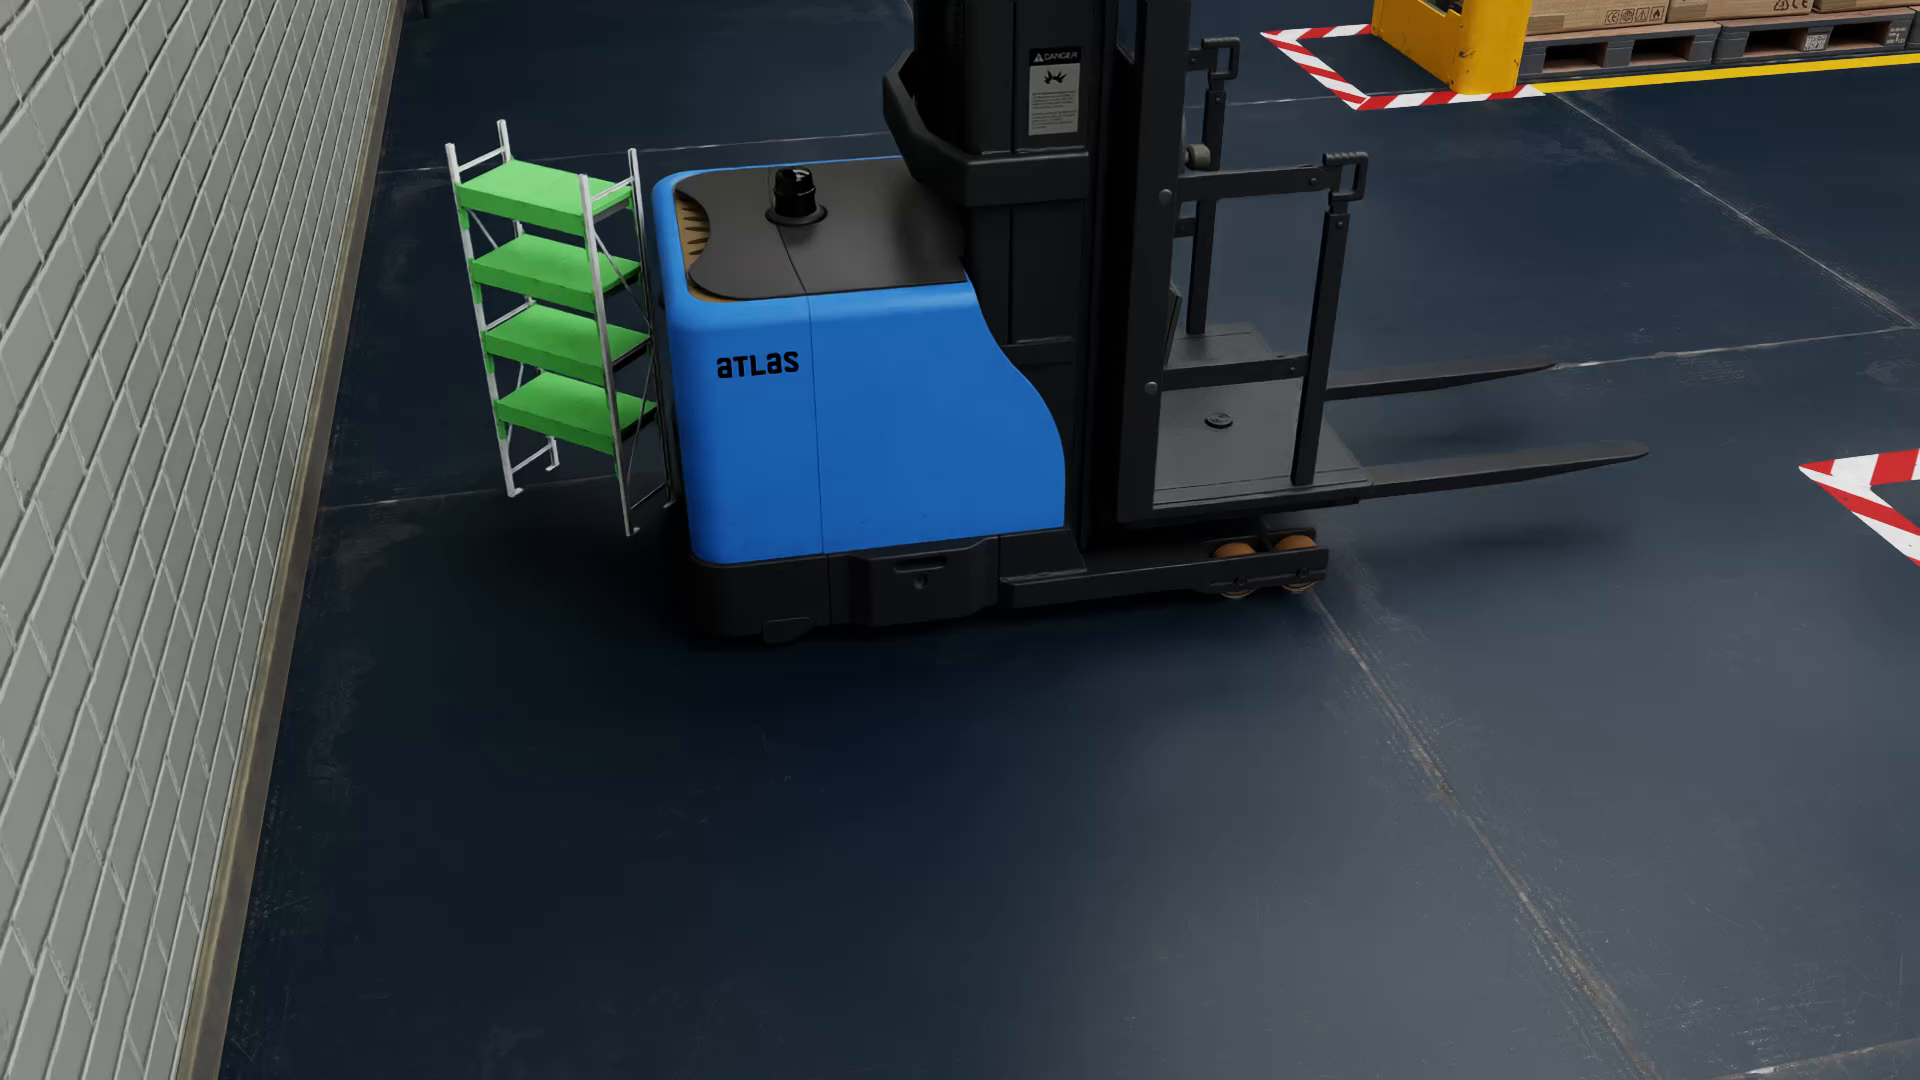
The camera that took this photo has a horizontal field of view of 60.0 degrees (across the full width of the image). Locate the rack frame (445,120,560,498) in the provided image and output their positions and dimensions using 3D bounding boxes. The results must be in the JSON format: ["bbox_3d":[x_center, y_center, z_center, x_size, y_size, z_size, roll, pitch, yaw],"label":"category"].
[{"bbox_3d":[-1.420,-0.697,5.212,0.015,1.200,0.240,17,37,24],"label":"rack frame"}]

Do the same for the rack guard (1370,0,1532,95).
[{"bbox_3d":[2.661,-2.875,9.086,0.348,0.500,1.175,-7,35,-11],"label":"rack guard"}]

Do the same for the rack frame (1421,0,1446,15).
[{"bbox_3d":[2.684,-3.916,8.394,0.127,3.000,1.000,-7,35,-11],"label":"rack frame"}]

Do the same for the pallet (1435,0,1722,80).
[{"bbox_3d":[3.447,-2.899,9.381,1.213,0.211,1.003,-7,35,-11],"label":"pallet"}]

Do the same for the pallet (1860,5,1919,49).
[{"bbox_3d":[5.827,-3.199,9.828,1.213,0.211,1.003,-7,35,-11],"label":"pallet"}]

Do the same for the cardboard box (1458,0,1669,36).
[{"bbox_3d":[3.306,-3.162,9.193,0.875,0.438,0.875,-8,35,-12],"label":"cardboard box"}]

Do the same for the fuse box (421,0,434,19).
[{"bbox_3d":[-3.132,-3.835,9.429,0.414,1.711,0.539,-7,35,-11],"label":"fuse box"}]

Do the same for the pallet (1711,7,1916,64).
[{"bbox_3d":[4.634,-3.047,9.601,1.213,0.211,1.003,-7,35,-11],"label":"pallet"}]

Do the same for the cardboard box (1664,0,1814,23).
[{"bbox_3d":[4.197,-3.279,9.367,0.875,0.438,0.875,-6,34,-9],"label":"cardboard box"}]

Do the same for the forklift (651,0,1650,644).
[{"bbox_3d":[0.639,-1.325,4.595,3.031,2.935,1.130,-6,34,-10],"label":"forklift"}]

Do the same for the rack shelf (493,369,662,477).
[{"bbox_3d":[-1.206,-0.379,5.284,0.480,0.148,0.258,17,37,24],"label":"rack shelf"}]

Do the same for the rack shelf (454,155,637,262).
[{"bbox_3d":[-1.206,-0.977,4.883,0.480,0.148,0.258,17,37,24],"label":"rack shelf"}]

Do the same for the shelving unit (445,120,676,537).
[{"bbox_3d":[-1.206,-0.632,5.114,0.503,1.200,0.258,17,37,24],"label":"shelving unit"}]

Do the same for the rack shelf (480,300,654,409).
[{"bbox_3d":[-1.206,-0.579,5.150,0.480,0.148,0.258,17,37,24],"label":"rack shelf"}]

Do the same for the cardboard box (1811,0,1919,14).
[{"bbox_3d":[5.077,-3.389,9.531,0.875,0.438,0.875,-8,35,-12],"label":"cardboard box"}]

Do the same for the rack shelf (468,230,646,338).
[{"bbox_3d":[-1.206,-0.778,5.016,0.480,0.148,0.258,17,37,24],"label":"rack shelf"}]

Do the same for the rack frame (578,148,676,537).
[{"bbox_3d":[-0.993,-0.566,5.017,0.015,1.200,0.240,17,37,24],"label":"rack frame"}]
